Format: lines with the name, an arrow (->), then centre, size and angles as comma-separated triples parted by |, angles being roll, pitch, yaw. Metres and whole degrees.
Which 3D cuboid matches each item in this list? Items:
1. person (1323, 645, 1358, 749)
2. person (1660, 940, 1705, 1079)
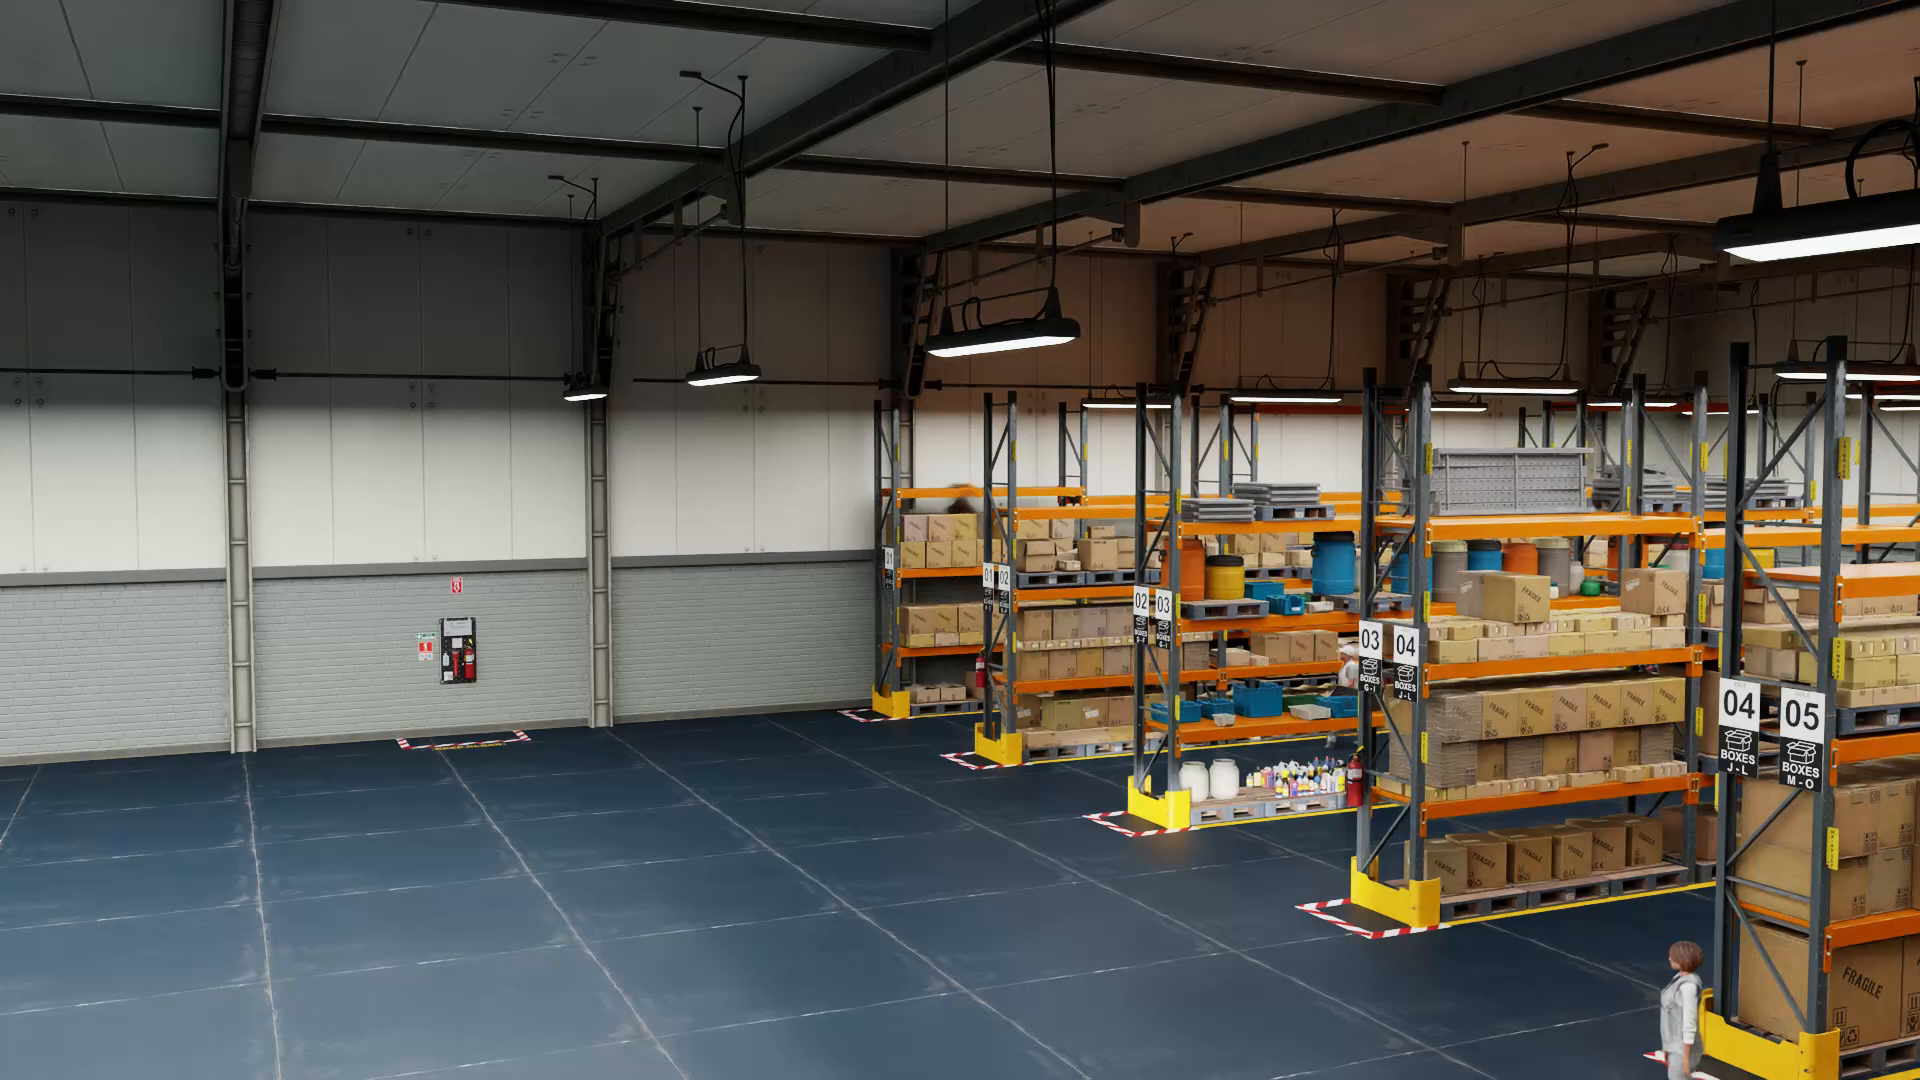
person -> 6.581, 2.685, 28.216 | 0.884, 1.812, 0.538 | -2, 4, -26
person -> 5.123, 3.673, 11.896 | 0.379, 1.610, 0.517 | 1, 4, 20
